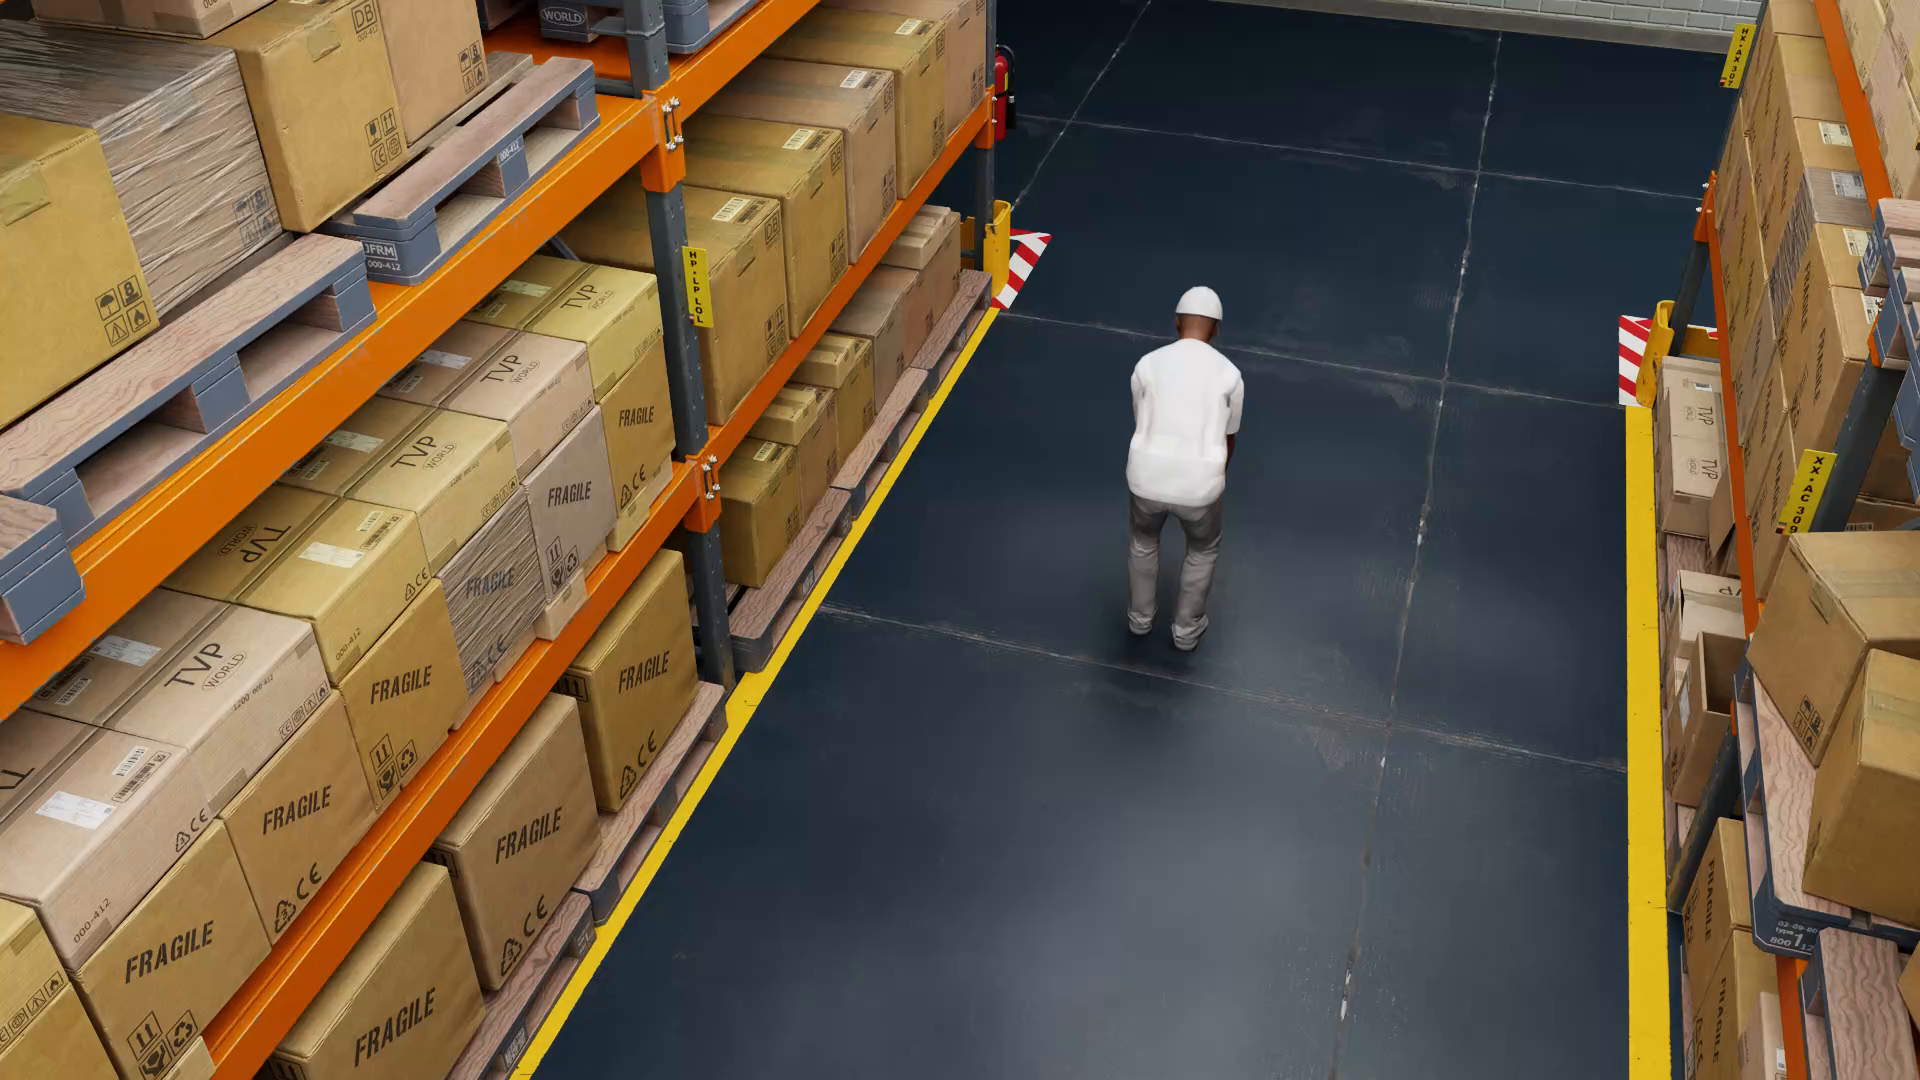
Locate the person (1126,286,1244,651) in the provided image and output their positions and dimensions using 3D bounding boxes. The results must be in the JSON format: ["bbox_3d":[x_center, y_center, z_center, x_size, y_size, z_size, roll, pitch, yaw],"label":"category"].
[{"bbox_3d":[0.976,-0.311,7.434,0.489,1.588,0.763,10,38,13],"label":"person"}]
